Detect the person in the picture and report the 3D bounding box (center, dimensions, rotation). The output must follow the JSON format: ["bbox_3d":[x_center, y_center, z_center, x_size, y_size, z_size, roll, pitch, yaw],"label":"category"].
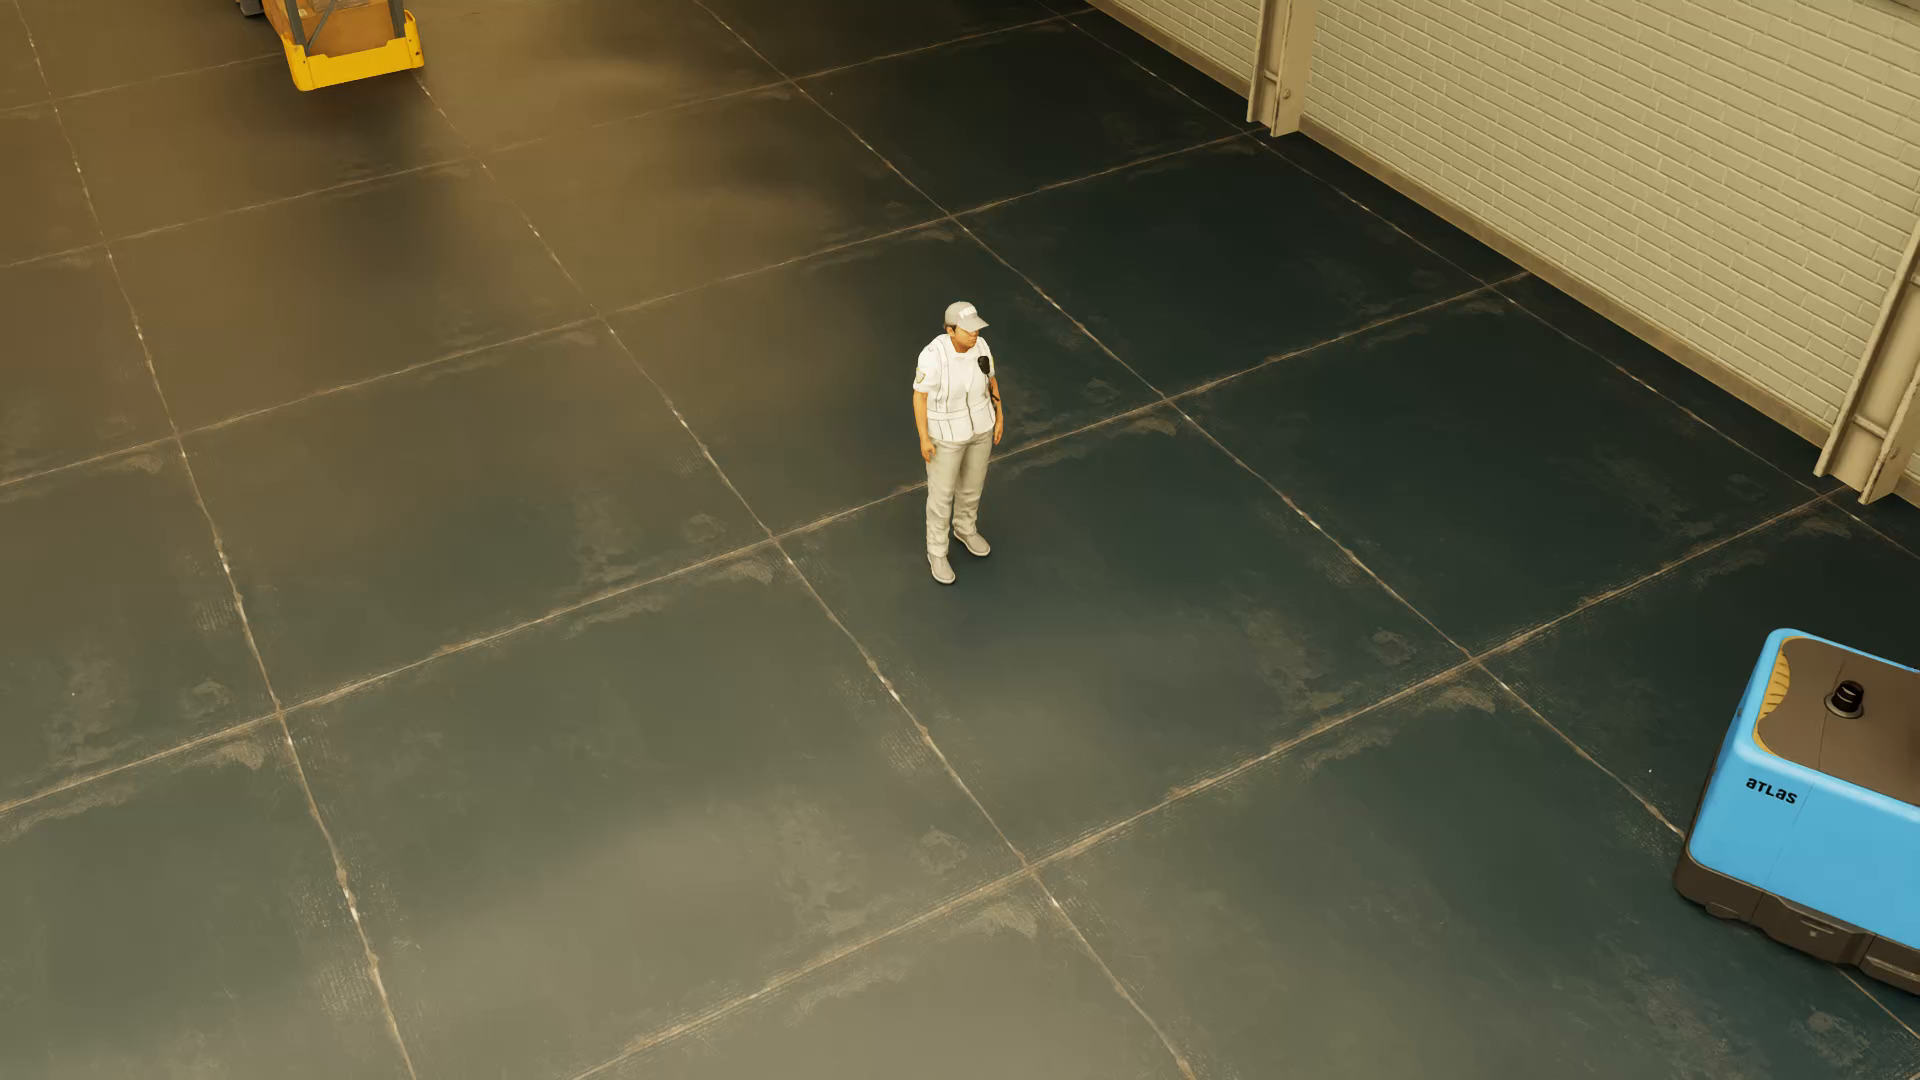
[{"bbox_3d":[0.019,-0.597,9.736,0.598,1.670,0.529,-20,44,-23],"label":"person"}]

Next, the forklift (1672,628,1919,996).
[{"bbox_3d":[5.038,0.855,7.006,3.031,2.935,1.130,21,44,23],"label":"forklift"}]
